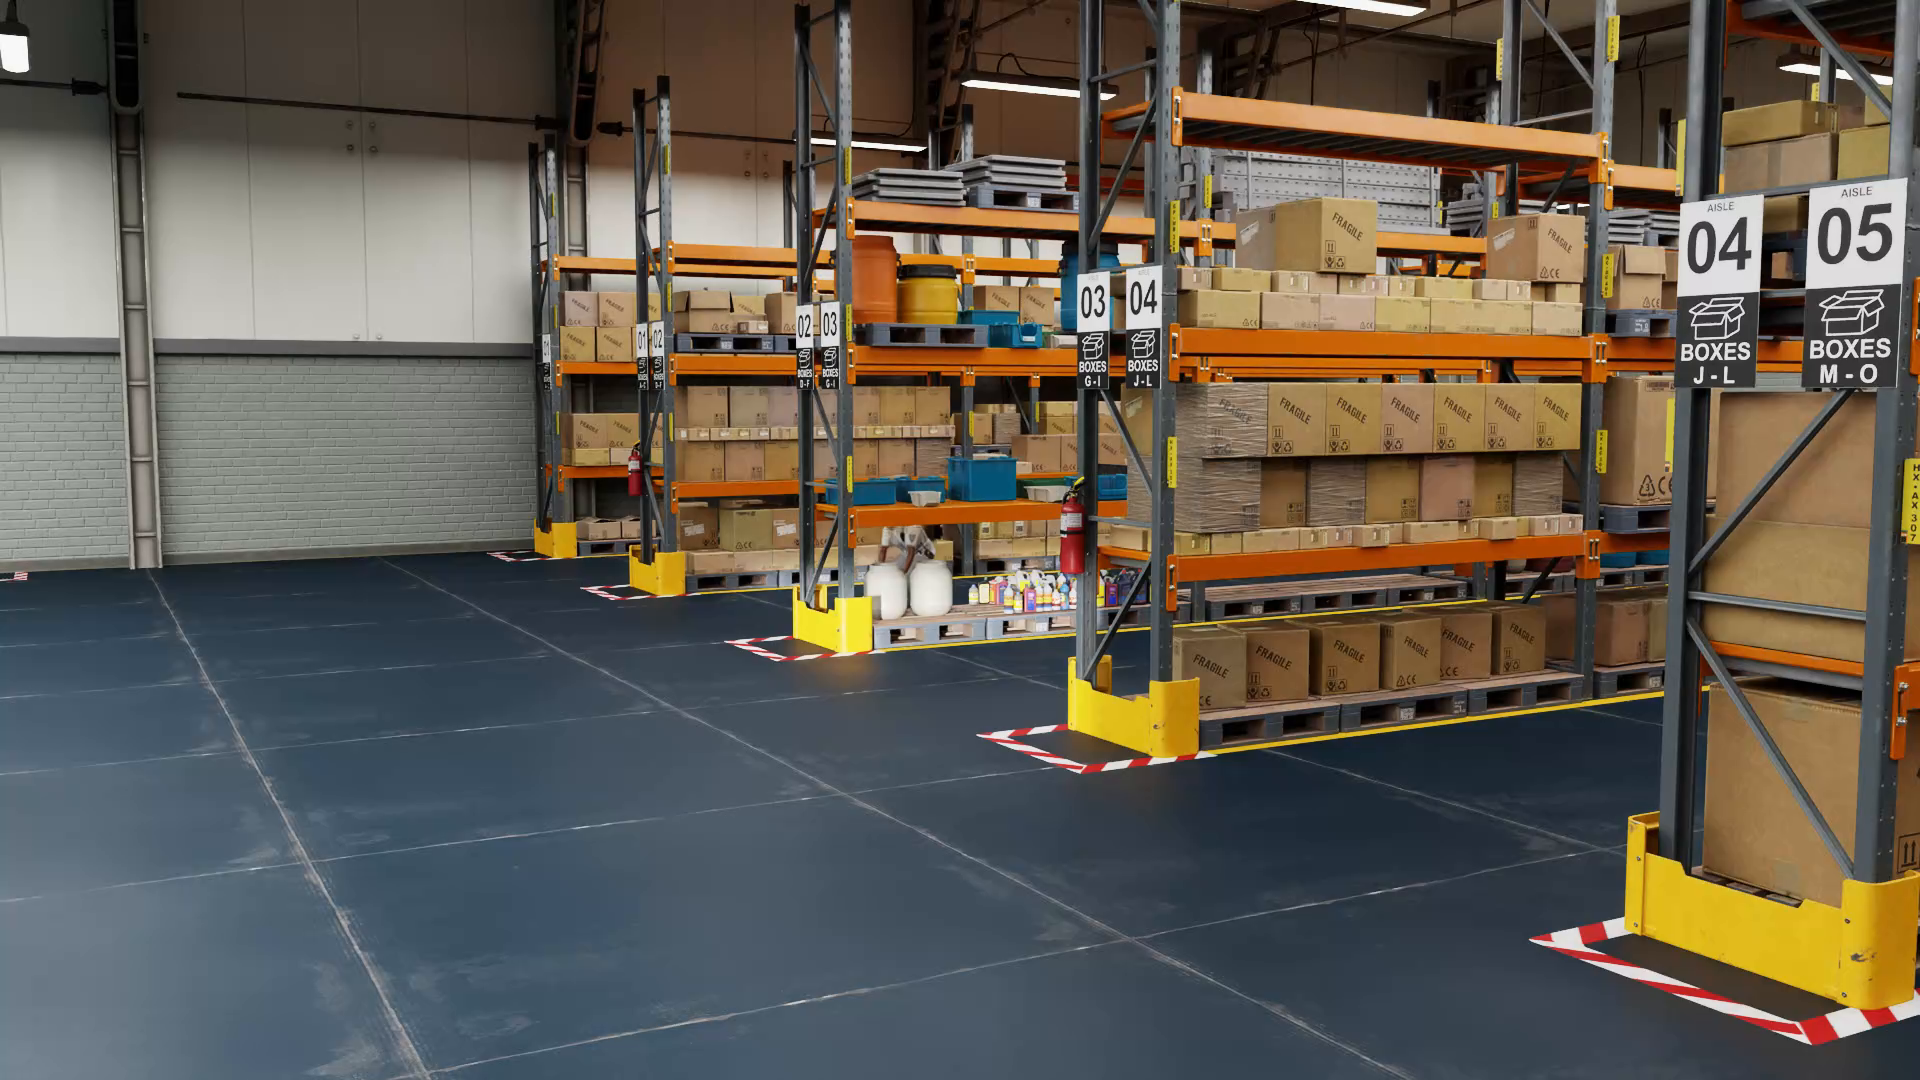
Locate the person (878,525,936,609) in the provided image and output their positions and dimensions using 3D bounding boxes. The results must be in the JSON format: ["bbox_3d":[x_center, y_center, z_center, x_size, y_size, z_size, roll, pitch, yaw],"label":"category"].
[{"bbox_3d":[-0.586,0.216,17.630,0.500,1.218,0.792,5,7,43],"label":"person"}]
